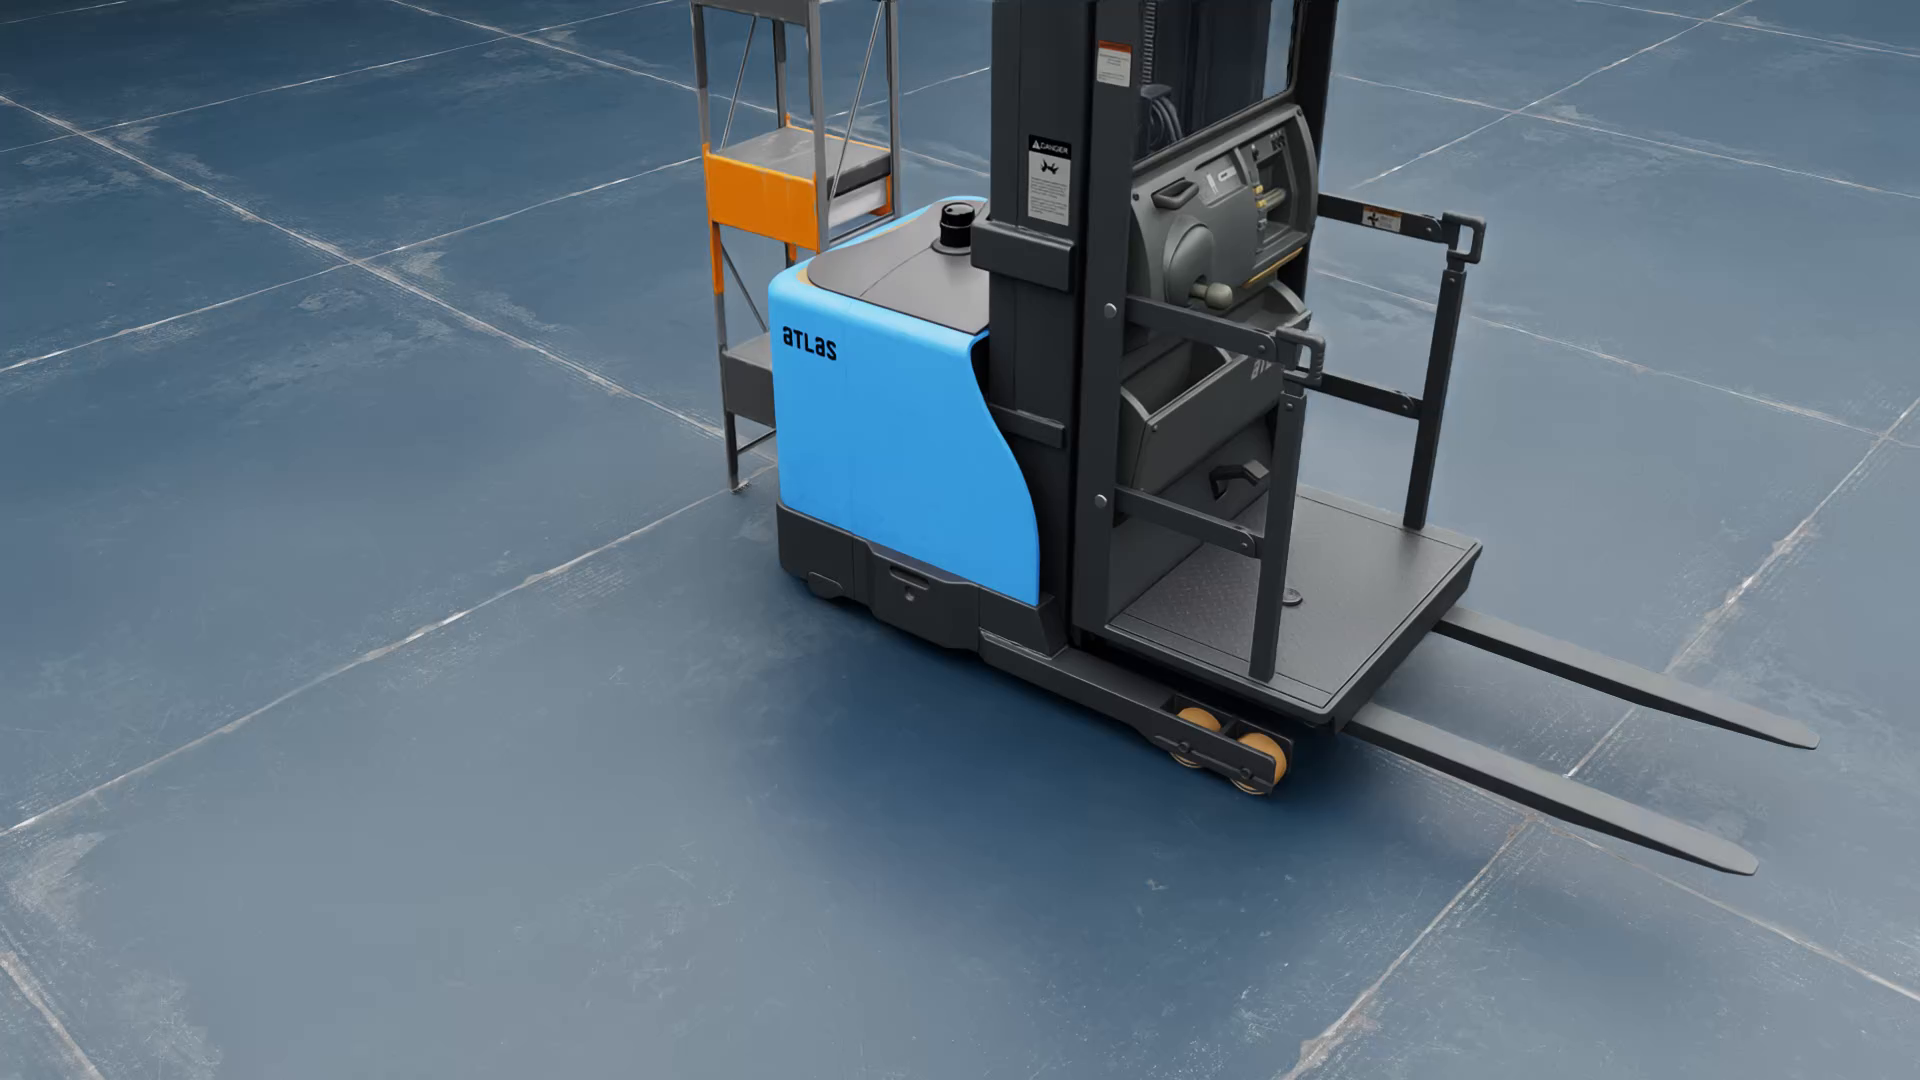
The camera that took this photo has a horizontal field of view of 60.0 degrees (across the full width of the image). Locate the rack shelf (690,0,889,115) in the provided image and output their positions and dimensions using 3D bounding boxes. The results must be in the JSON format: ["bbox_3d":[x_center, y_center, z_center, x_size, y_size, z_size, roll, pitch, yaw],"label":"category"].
[{"bbox_3d":[-0.515,-1.664,5.147,0.480,0.518,0.431,21,37,31],"label":"rack shelf"}]

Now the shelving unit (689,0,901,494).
[{"bbox_3d":[-0.515,-1.076,5.501,0.503,2.100,0.431,21,37,31],"label":"shelving unit"}]

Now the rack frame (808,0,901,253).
[{"bbox_3d":[-0.320,-1.000,5.376,0.015,2.100,0.400,21,37,31],"label":"rack frame"}]

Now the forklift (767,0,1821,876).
[{"bbox_3d":[0.888,-0.867,4.348,3.031,2.935,1.130,21,37,31],"label":"forklift"}]

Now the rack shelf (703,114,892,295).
[{"bbox_3d":[-0.515,-1.064,5.508,0.480,0.518,0.431,21,37,31],"label":"rack shelf"}]

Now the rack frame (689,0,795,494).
[{"bbox_3d":[-0.710,-1.151,5.626,0.015,2.100,0.400,21,37,31],"label":"rack frame"}]

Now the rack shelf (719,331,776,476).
[{"bbox_3d":[-0.515,-0.464,5.869,0.480,0.518,0.431,21,37,31],"label":"rack shelf"}]
